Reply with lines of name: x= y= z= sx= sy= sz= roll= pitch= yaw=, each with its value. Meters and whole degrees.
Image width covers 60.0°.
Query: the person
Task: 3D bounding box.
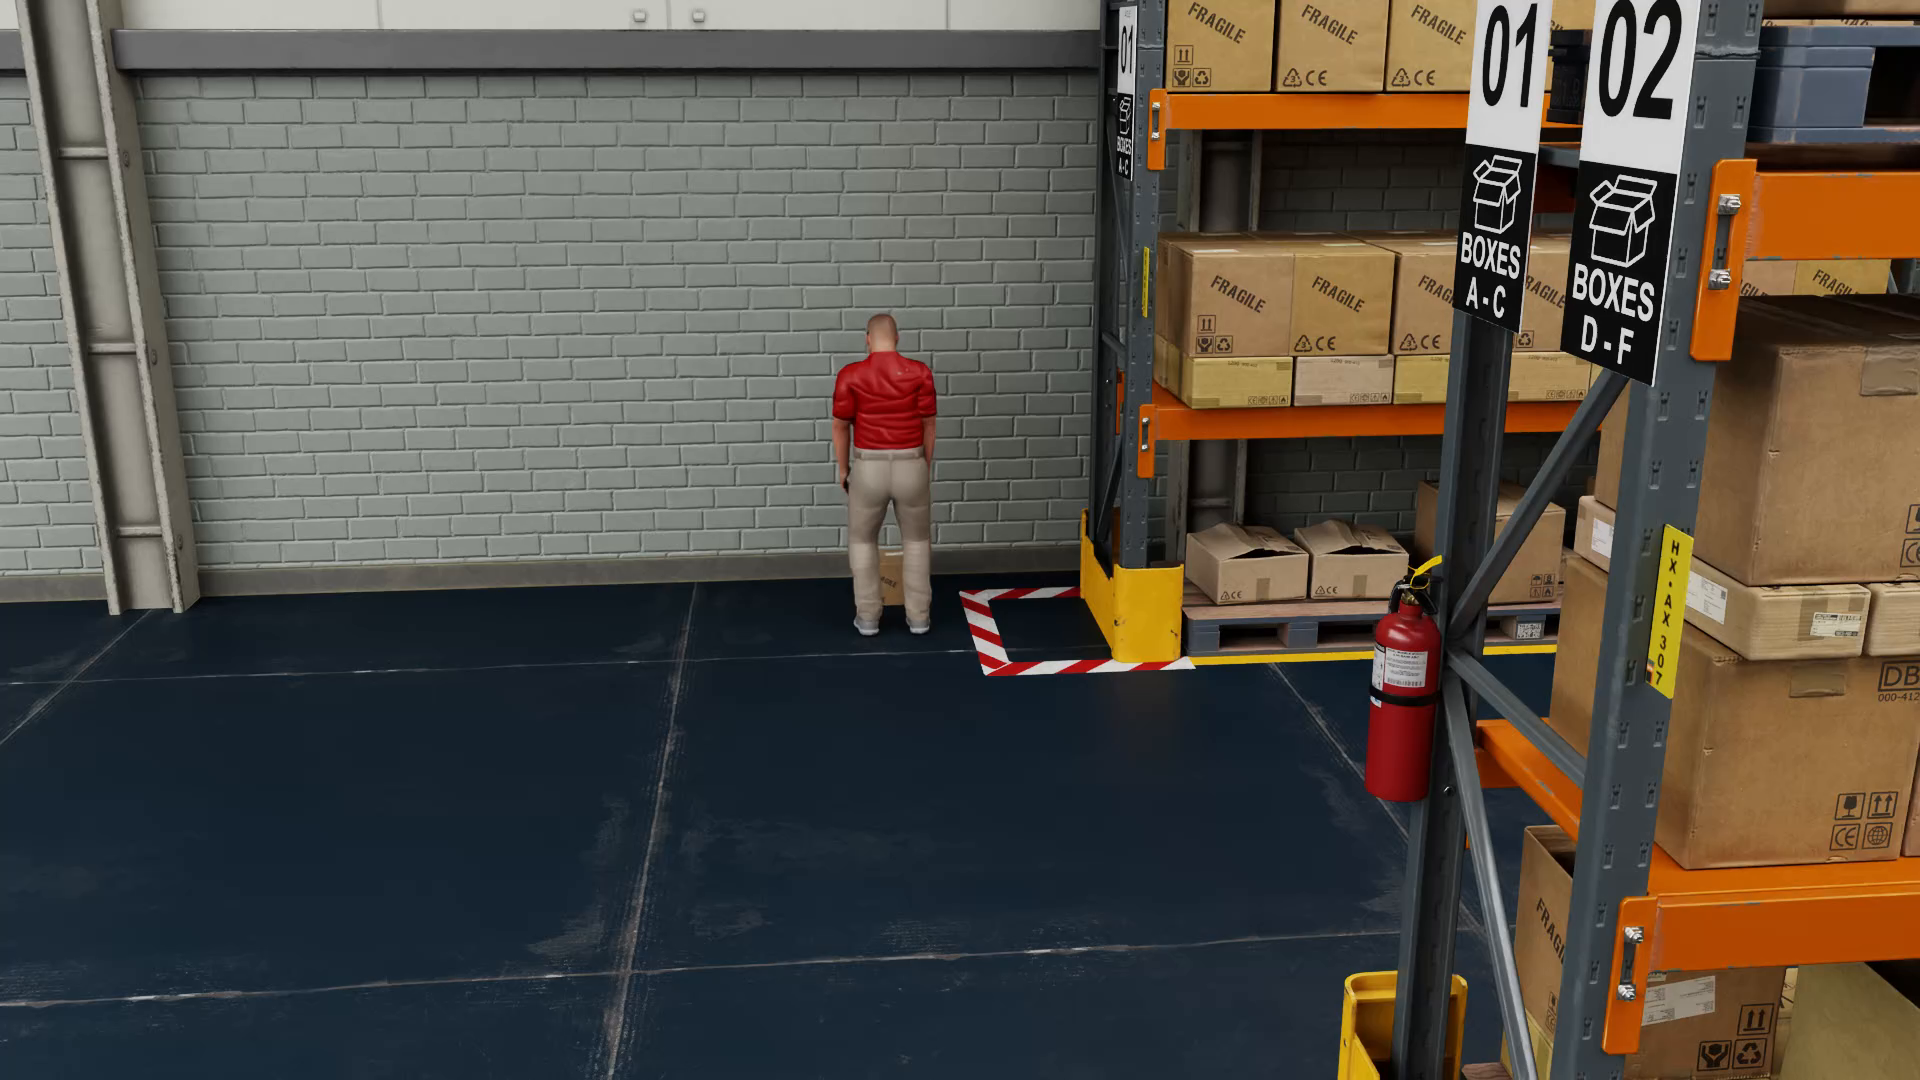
person: x=-0.395 y=-0.329 z=8.743 sx=0.547 sy=1.699 sz=0.383 roll=-1 pitch=17 yaw=-4
